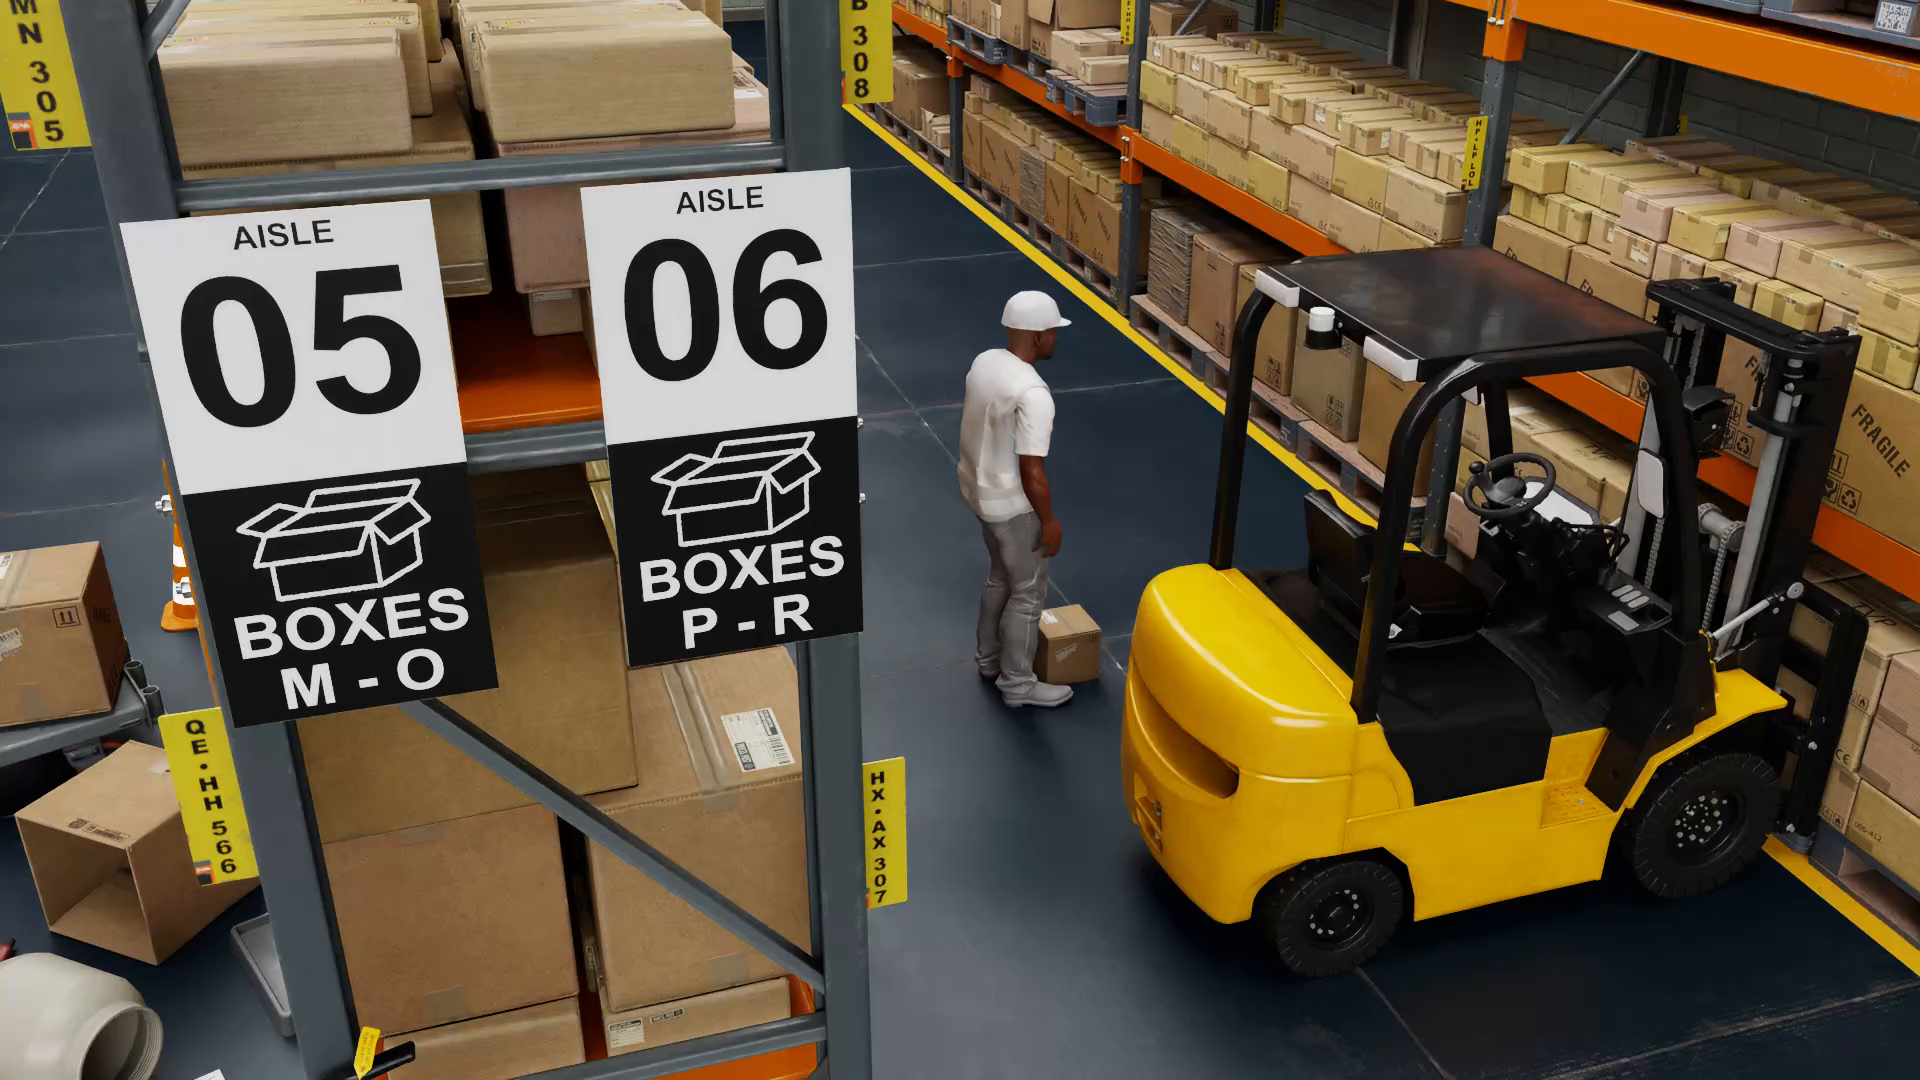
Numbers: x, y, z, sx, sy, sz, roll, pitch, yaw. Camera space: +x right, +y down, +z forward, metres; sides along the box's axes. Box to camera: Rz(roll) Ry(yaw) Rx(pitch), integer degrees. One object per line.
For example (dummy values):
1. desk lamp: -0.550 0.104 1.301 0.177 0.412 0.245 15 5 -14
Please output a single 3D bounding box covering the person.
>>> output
1. person: 0.238 -0.179 6.957 0.455 1.761 0.635 -10 28 -19
